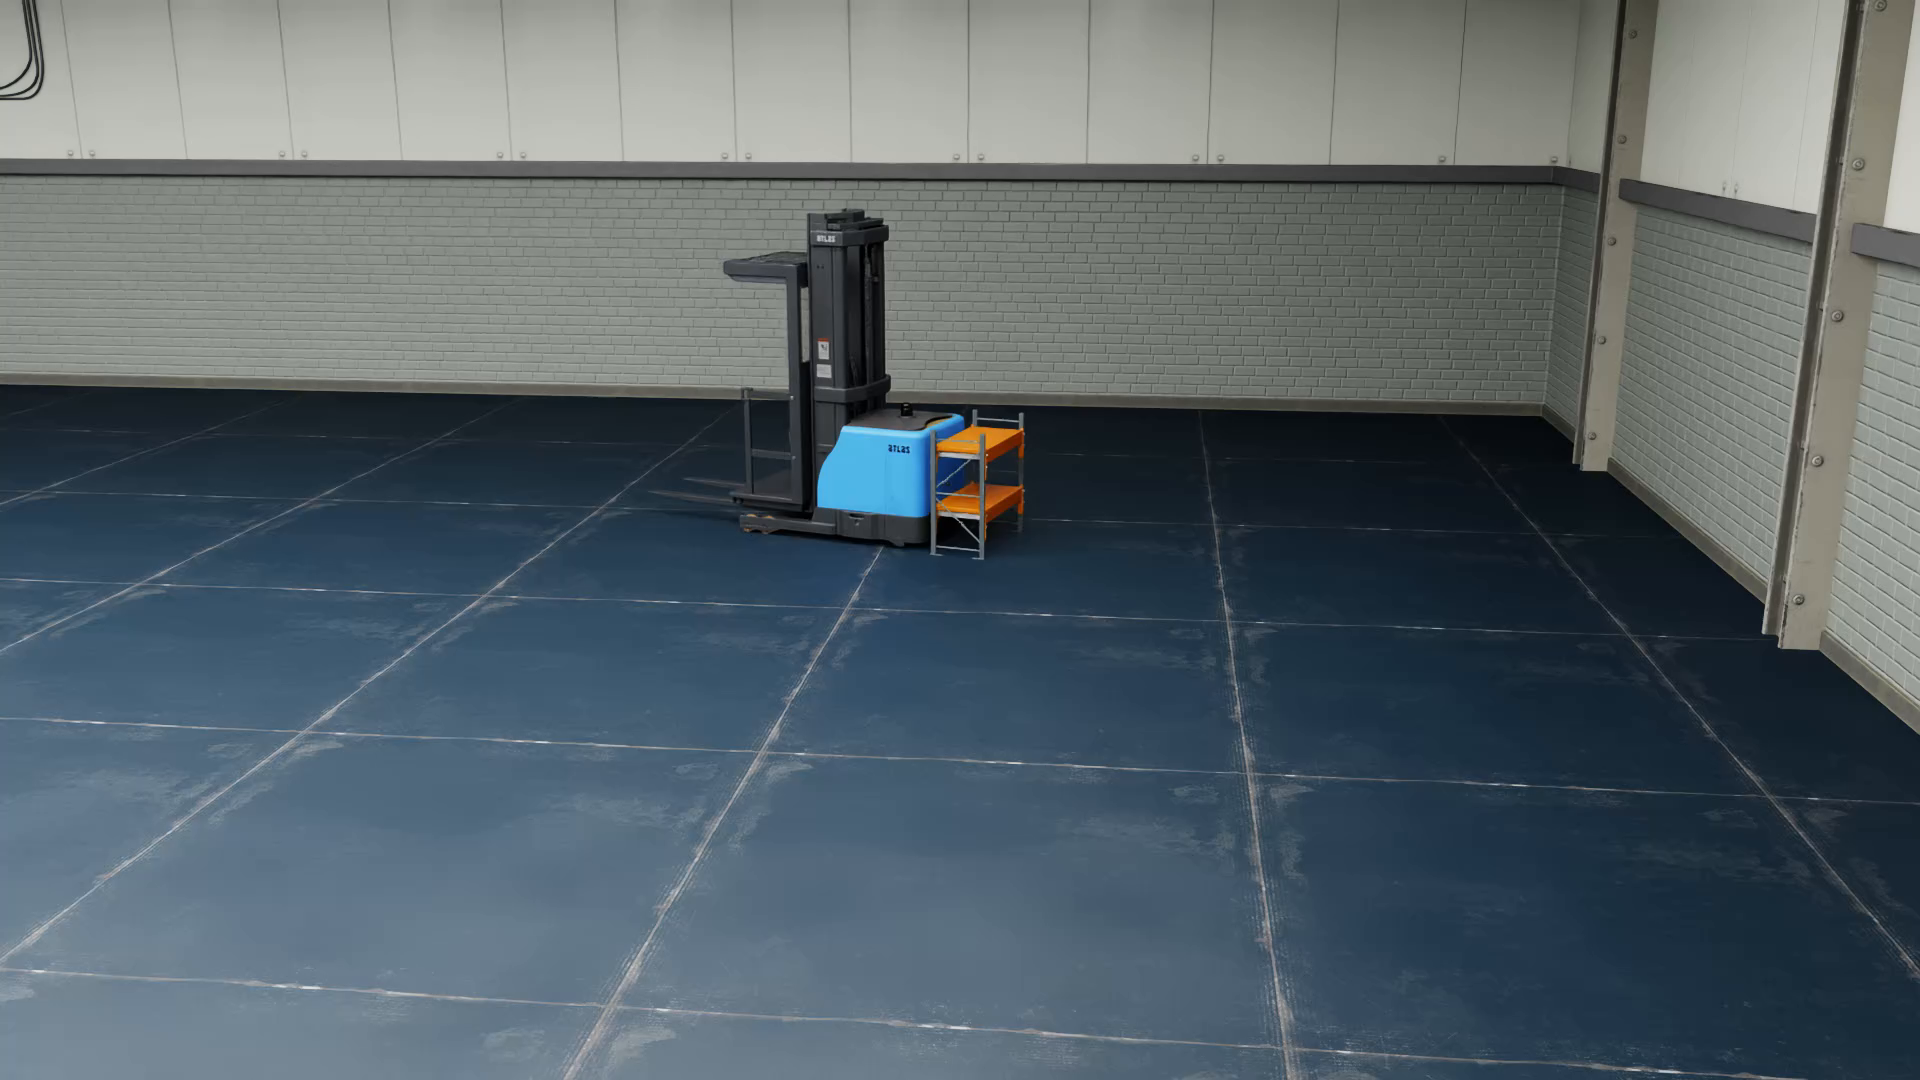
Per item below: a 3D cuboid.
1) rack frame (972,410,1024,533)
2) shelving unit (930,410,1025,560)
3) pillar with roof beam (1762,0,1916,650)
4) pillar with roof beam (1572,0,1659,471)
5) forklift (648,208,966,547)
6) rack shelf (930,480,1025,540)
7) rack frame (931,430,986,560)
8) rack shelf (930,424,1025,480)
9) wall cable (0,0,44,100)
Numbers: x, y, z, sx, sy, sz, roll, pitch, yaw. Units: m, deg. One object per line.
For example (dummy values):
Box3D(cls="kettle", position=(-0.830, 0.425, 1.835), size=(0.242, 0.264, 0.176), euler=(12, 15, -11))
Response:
Box3D(cls="rack frame", position=(0.352, -0.639, 15.459), size=(0.500, 1.125, 0.032), euler=(6, 16, 21))
Box3D(cls="shelving unit", position=(0.168, -0.516, 15.002), size=(0.538, 1.125, 1.048), euler=(6, 16, 21))
Box3D(cls="pillar with roof beam", position=(1.957, -3.716, 11.751), size=(9.100, 9.000, 0.400), euler=(2, 15, 6))
Box3D(cls="pillar with roof beam", position=(2.634, -5.272, 17.506), size=(9.100, 9.000, 0.400), euler=(2, 15, 6))
Box3D(cls="forklift", position=(-1.508, -1.588, 15.508), size=(3.031, 2.935, 1.130), euler=(7, 16, 23))
Box3D(cls="rack shelf", position=(0.168, -0.280, 15.066), size=(0.538, 0.278, 1.000), euler=(6, 16, 21))
Box3D(cls="rack frame", position=(-0.017, -0.392, 14.545), size=(0.500, 1.125, 0.032), euler=(6, 16, 21))
Box3D(cls="rack shelf", position=(0.168, -0.798, 14.926), size=(0.538, 0.278, 1.000), euler=(6, 16, 21))
Box3D(cls="wall cable", position=(-13.310, -8.156, 21.657), size=(2.305, 6.003, 0.169), euler=(2, 15, 6))
